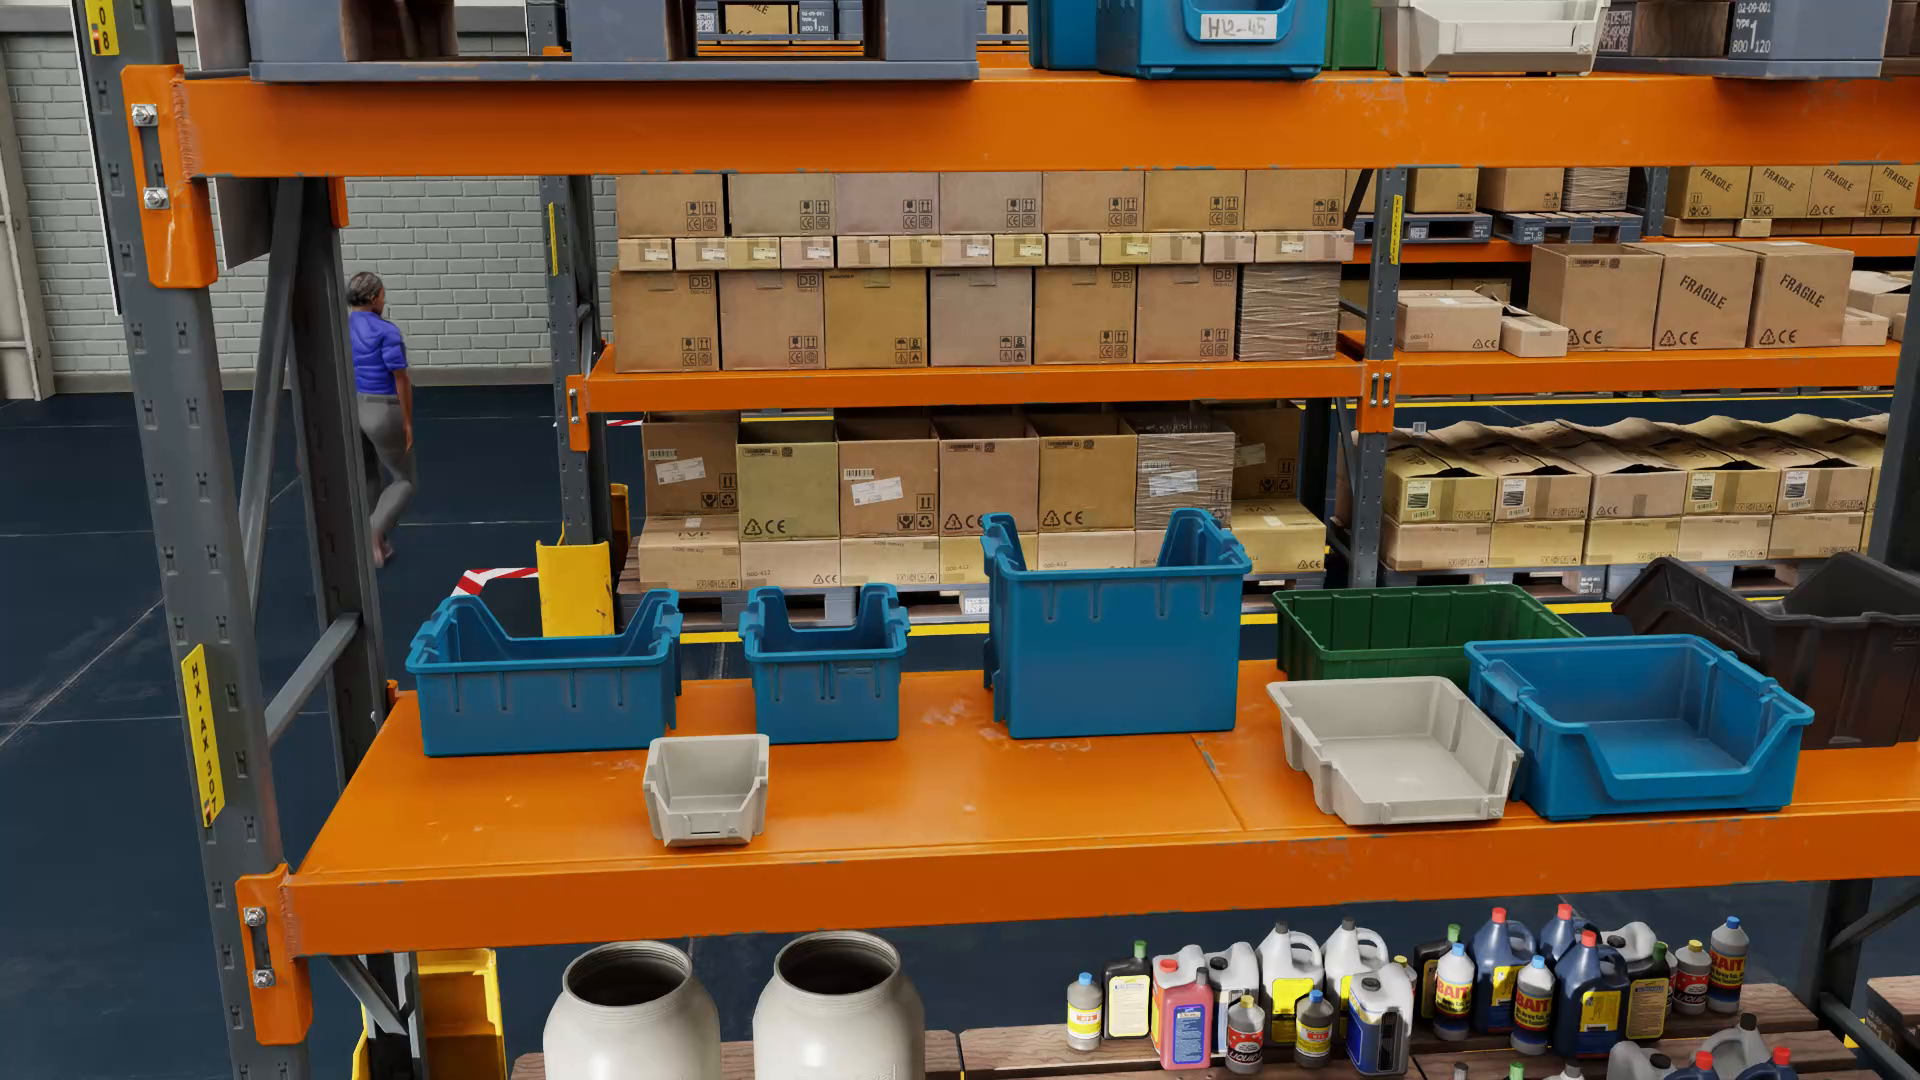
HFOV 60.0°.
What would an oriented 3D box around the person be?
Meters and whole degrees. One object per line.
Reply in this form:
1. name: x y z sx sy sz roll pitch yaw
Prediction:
1. person: -3.232 -0.631 9.071 0.531 1.633 0.590 2 17 5
